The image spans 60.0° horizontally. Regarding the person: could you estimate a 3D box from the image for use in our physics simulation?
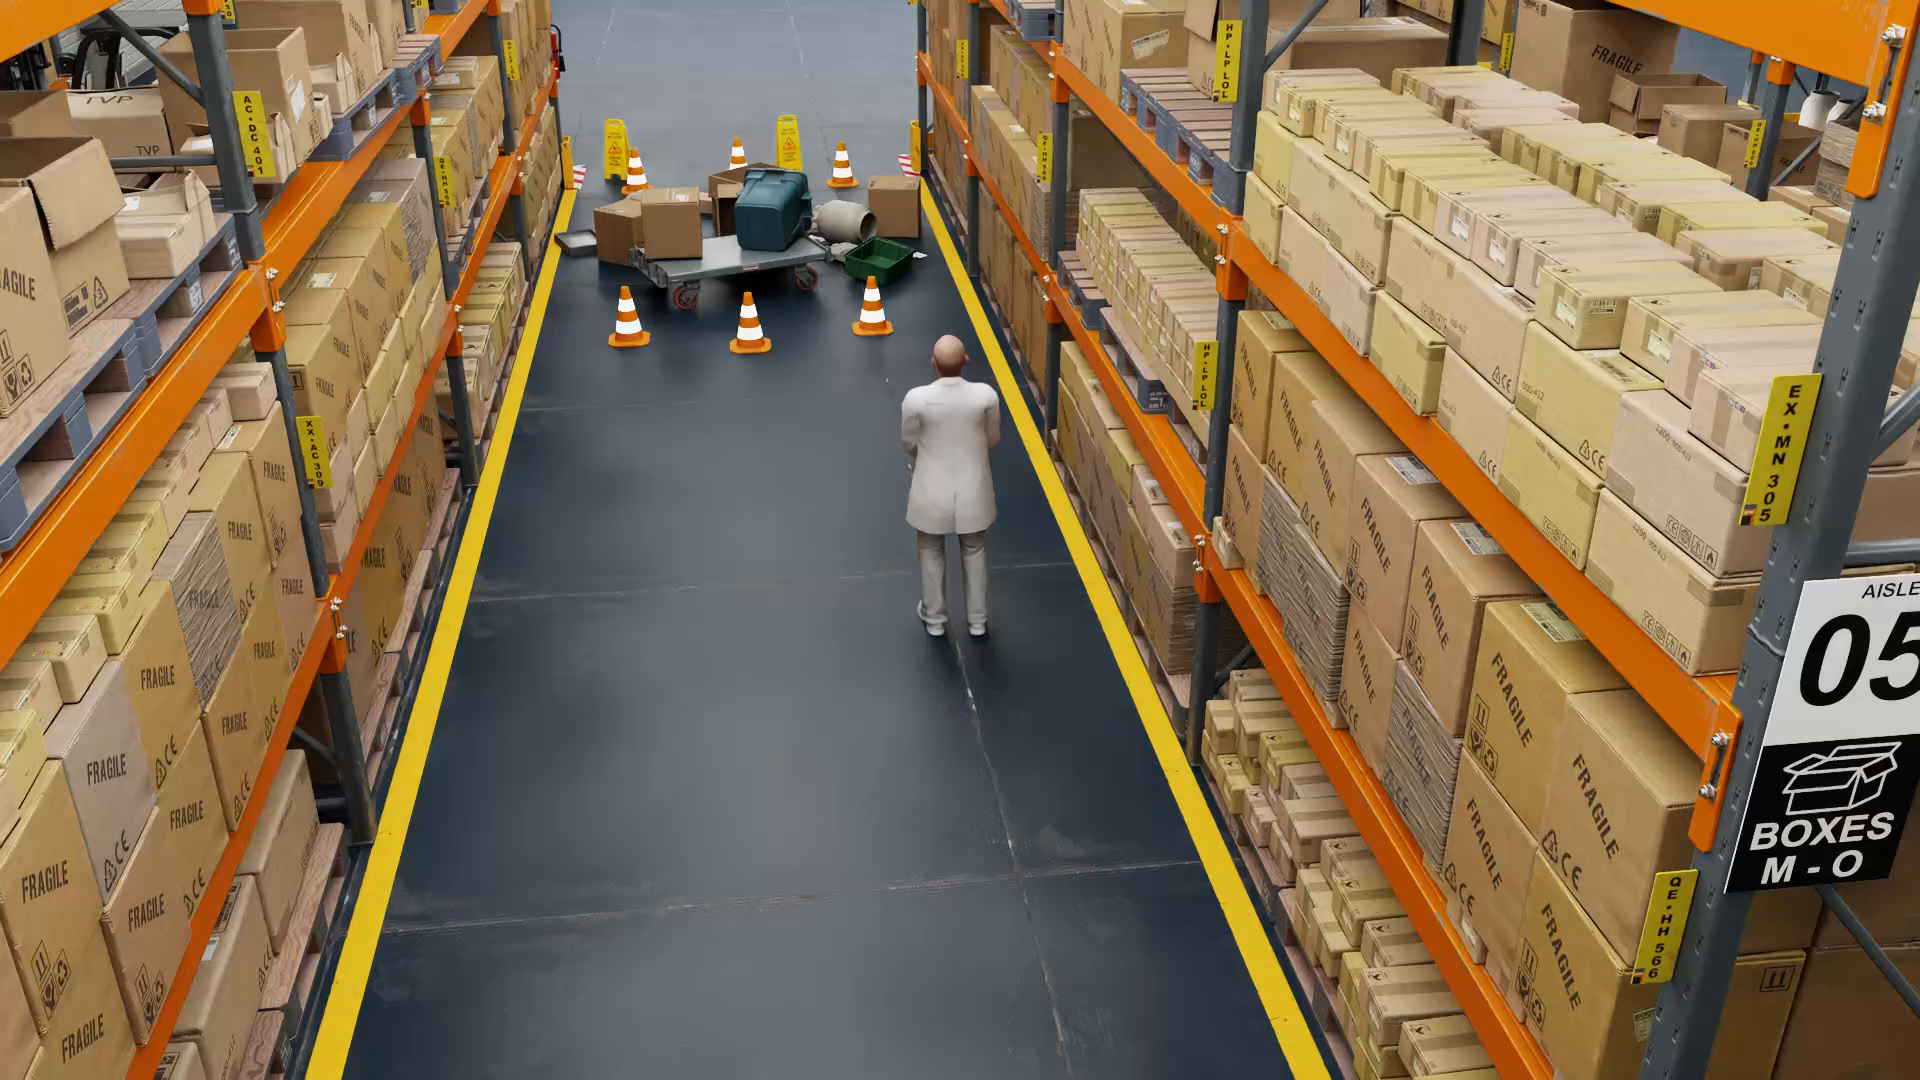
[{"bbox_3d":[-0.061,-0.341,9.301,0.548,1.780,0.535,-3,27,-7],"label":"person"}]
